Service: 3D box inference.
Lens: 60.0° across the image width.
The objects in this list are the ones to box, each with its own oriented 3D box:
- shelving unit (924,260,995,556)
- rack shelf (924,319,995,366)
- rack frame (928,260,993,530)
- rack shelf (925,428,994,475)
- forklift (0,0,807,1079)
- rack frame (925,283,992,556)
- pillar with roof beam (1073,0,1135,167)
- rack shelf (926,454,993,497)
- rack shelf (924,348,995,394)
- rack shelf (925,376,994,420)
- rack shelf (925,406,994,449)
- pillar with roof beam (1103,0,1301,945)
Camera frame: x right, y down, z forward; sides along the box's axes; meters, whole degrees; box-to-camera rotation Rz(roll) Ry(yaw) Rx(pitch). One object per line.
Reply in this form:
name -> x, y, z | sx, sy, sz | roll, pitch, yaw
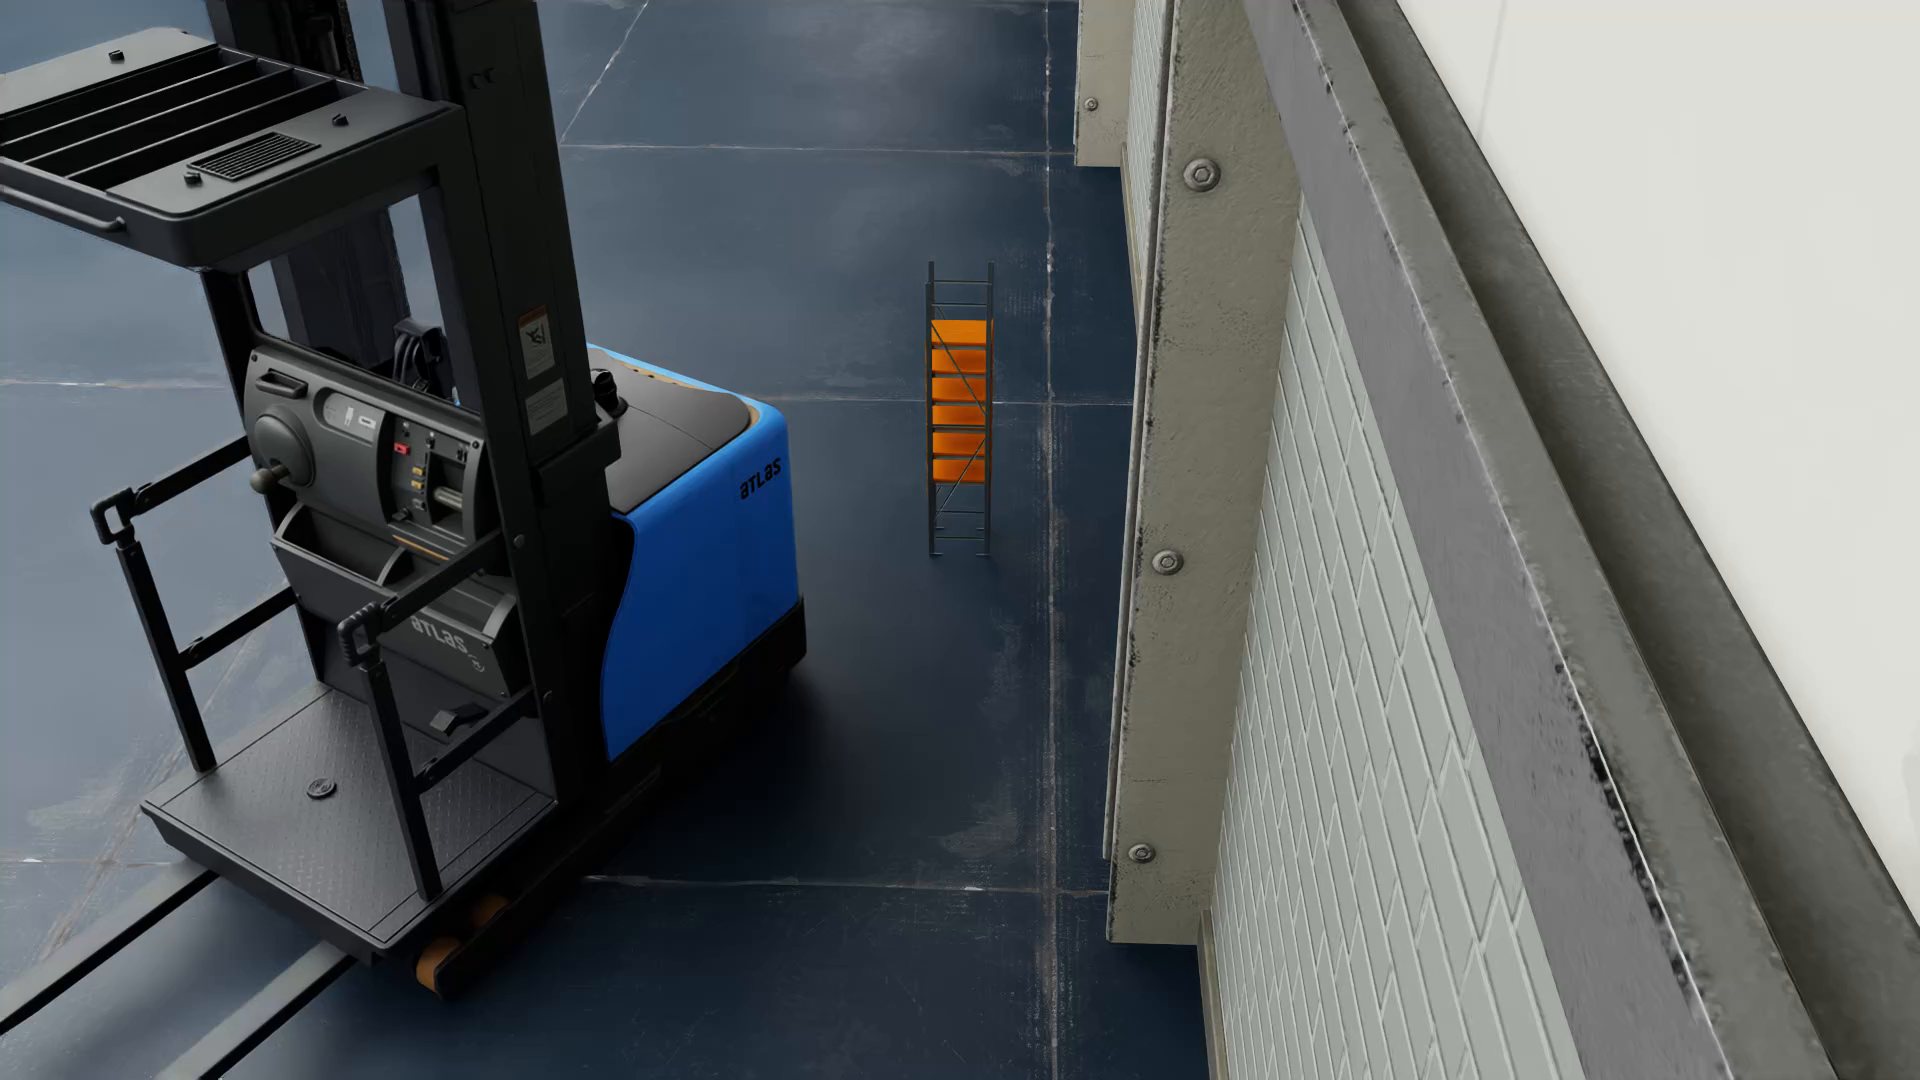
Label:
shelving unit -> -0.001, -0.483, 6.393 | 0.258, 1.200, 0.189 | 1, 35, 2
rack shelf -> -0.001, -0.741, 6.212 | 0.258, 0.103, 0.180 | 1, 35, 2
rack frame -> 0.003, -0.535, 6.468 | 0.240, 1.200, 0.006 | 1, 35, 2
rack shelf -> -0.001, -0.348, 6.488 | 0.258, 0.103, 0.180 | 1, 35, 2
forklift -> -1.770, -0.184, 4.462 | 1.130, 2.935, 3.031 | 20, 40, 26
rack frame -> -0.004, -0.430, 6.318 | 0.240, 1.200, 0.006 | 1, 35, 2
pillar with roof beam -> -3.455, -6.125, 7.639 | 9.100, 9.000, 0.400 | 1, 35, 2
rack shelf -> -0.001, -0.250, 6.557 | 0.258, 0.103, 0.180 | 1, 35, 2
rack shelf -> -0.001, -0.643, 6.281 | 0.258, 0.103, 0.180 | 1, 35, 2
rack shelf -> -0.001, -0.544, 6.350 | 0.258, 0.103, 0.180 | 1, 35, 2
rack shelf -> -0.001, -0.446, 6.419 | 0.258, 0.103, 0.180 | 1, 35, 2
pillar with roof beam -> -3.696, -2.678, 2.734 | 9.100, 9.000, 0.400 | 1, 35, 2
